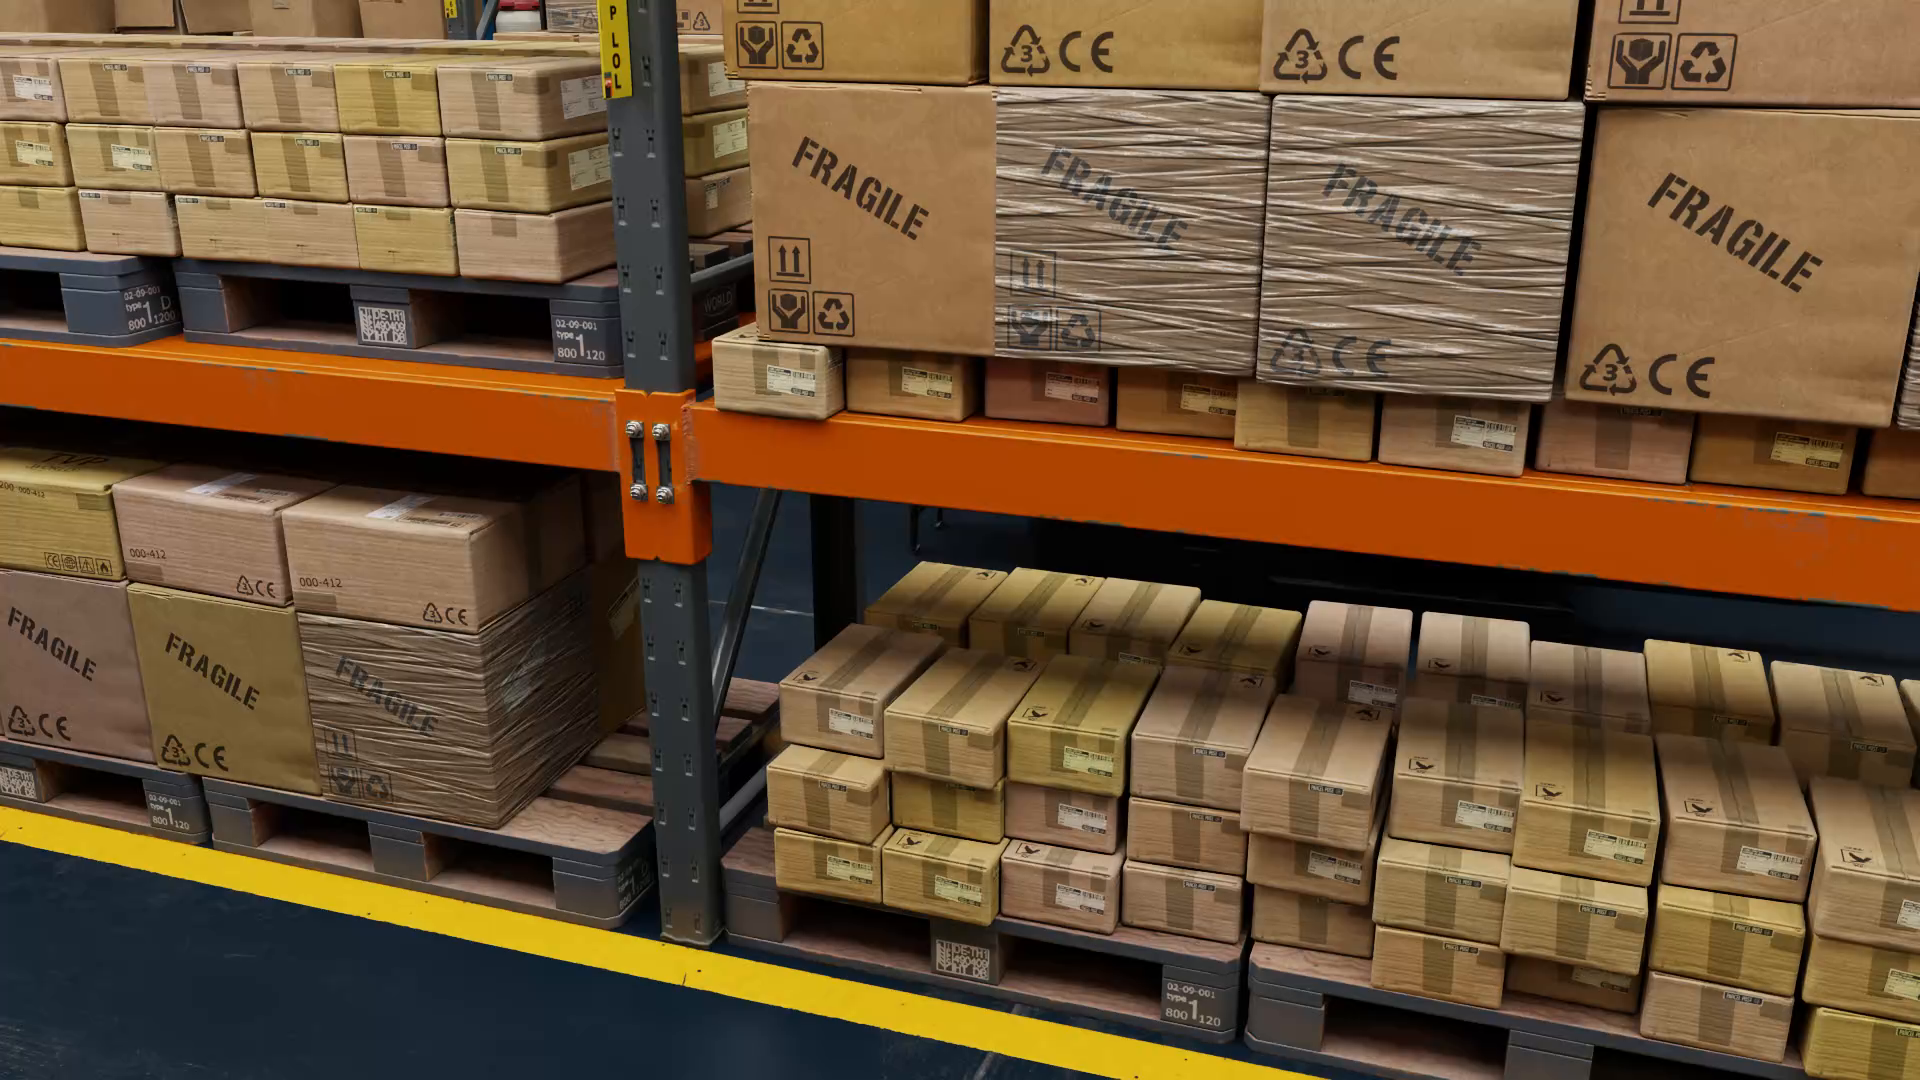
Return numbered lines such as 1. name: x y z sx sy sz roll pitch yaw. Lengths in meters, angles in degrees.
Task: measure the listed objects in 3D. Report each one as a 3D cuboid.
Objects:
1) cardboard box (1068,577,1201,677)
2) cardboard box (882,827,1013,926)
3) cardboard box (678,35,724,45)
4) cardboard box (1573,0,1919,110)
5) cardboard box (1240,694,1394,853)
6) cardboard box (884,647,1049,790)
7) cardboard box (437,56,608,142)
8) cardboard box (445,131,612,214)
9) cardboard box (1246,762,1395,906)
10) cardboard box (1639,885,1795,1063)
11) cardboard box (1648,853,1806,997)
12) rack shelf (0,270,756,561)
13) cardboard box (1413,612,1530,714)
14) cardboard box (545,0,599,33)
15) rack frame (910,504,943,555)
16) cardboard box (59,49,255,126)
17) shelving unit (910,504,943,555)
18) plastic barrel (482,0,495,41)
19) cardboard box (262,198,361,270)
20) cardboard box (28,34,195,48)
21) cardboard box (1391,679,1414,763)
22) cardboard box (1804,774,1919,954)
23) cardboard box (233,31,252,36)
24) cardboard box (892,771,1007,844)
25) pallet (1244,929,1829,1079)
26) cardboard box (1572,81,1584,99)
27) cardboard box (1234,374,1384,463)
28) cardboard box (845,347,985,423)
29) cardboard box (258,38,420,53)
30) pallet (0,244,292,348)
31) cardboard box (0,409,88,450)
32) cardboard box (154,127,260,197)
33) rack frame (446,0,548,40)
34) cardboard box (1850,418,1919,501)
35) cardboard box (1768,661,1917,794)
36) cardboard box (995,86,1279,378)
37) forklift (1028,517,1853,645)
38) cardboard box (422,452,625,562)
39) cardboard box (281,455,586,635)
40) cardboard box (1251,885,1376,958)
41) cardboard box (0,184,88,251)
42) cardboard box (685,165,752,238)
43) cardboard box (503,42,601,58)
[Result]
1. cardboard box: 0.437 0.236 4.130 0.250 0.149 0.380 6 20 18
2. cardboard box: 0.013 0.688 3.739 0.250 0.149 0.380 7 20 20
3. cardboard box: -1.189 -2.392 8.730 0.500 0.500 0.500 6 20 17
4. cardboard box: 1.315 -0.992 2.742 0.500 0.500 0.500 6 20 16
5. cardboard box: 0.744 0.475 3.446 0.250 0.149 0.380 7 20 19
6. cardboard box: 0.022 0.389 3.693 0.250 0.149 0.380 8 21 21
7. cardboard box: -0.920 -0.971 3.645 0.250 0.149 0.380 8 21 21
8. cardboard box: -0.917 -0.830 3.691 0.250 0.149 0.380 7 20 20
9. cardboard box: 0.778 0.600 3.540 0.250 0.149 0.380 8 21 21
10. cardboard box: 1.488 0.842 3.297 0.250 0.149 0.380 7 20 19
11. cardboard box: 1.489 0.702 3.246 0.250 0.149 0.380 8 21 21
12. rack shelf: -2.366 -0.504 4.559 4.000 0.370 1.077 7 20 18
13. cardboard box: 1.201 0.315 3.906 0.250 0.149 0.380 6 20 16
14. cardboard box: -1.846 -3.028 9.030 0.637 0.503 0.797 7 20 20
15. rack frame: -0.130 -0.996 6.242 0.015 2.100 0.400 5 20 15
16. cardboard box: -1.896 -1.084 3.970 0.250 0.149 0.380 6 20 16
17. shelving unit: 0.105 -0.974 6.179 0.503 2.100 0.431 5 20 15
18. plastic barrel: -4.419 -4.664 14.638 0.708 0.901 0.600 7 20 18
19. cardboard box: -1.397 -0.744 3.898 0.250 0.149 0.380 6 20 18
20. cardboard box: -2.421 -1.370 4.789 0.250 0.149 0.380 8 21 21
21. cardboard box: 1.142 0.478 3.890 0.250 0.149 0.380 6 20 15
22. cardboard box: 1.718 0.600 3.088 0.250 0.149 0.380 7 21 20
23. cardboard box: -4.039 -2.971 10.133 0.500 0.250 0.500 6 20 17
24. cardboard box: 0.029 0.518 3.776 0.250 0.149 0.380 7 20 18
25. pallet: 1.326 0.882 3.726 1.213 0.211 1.003 7 20 18
26. cardboard box: 1.033 -0.741 3.540 0.500 0.500 0.500 6 20 18
27. cardboard box: 0.693 -0.281 3.207 0.250 0.149 0.380 7 20 19
28. cardboard box: -0.048 -0.372 3.468 0.250 0.149 0.380 7 20 20
29. cardboard box: -1.681 -1.286 4.548 0.250 0.149 0.380 6 20 18
30. pallet: -2.372 -0.768 4.515 1.213 0.211 1.003 7 20 18
31. cardboard box: -2.741 -0.170 4.527 0.500 0.250 0.500 7 20 18
32. cardboard box: -1.660 -0.914 3.932 0.250 0.149 0.380 6 20 16
33. rack frame: -2.532 -2.591 9.453 0.127 3.000 1.000 7 20 18
34. cardboard box: 1.713 -0.191 2.949 0.250 0.149 0.380 6 20 16
35. cardboard box: 1.902 0.415 3.616 0.250 0.149 0.380 7 21 20
36. cardboard box: 0.378 -0.633 3.230 0.500 0.500 0.500 7 20 18
37. forklift: 1.821 -1.179 5.603 3.031 2.867 1.129 5 20 15
38. cardboard box: -1.088 -0.162 4.504 0.500 0.250 0.500 6 20 16
39. cardboard box: -1.263 -0.002 4.045 0.500 0.250 0.500 6 20 17
40. cardboard box: 0.787 0.729 3.622 0.250 0.149 0.380 6 20 16
41. cardboard box: -2.148 -0.829 4.140 0.250 0.149 0.380 7 21 20
42. cardboard box: -0.698 -0.893 4.325 0.250 0.149 0.380 6 20 15
43. cardboard box: -0.963 -1.202 4.308 0.250 0.149 0.380 7 20 20
